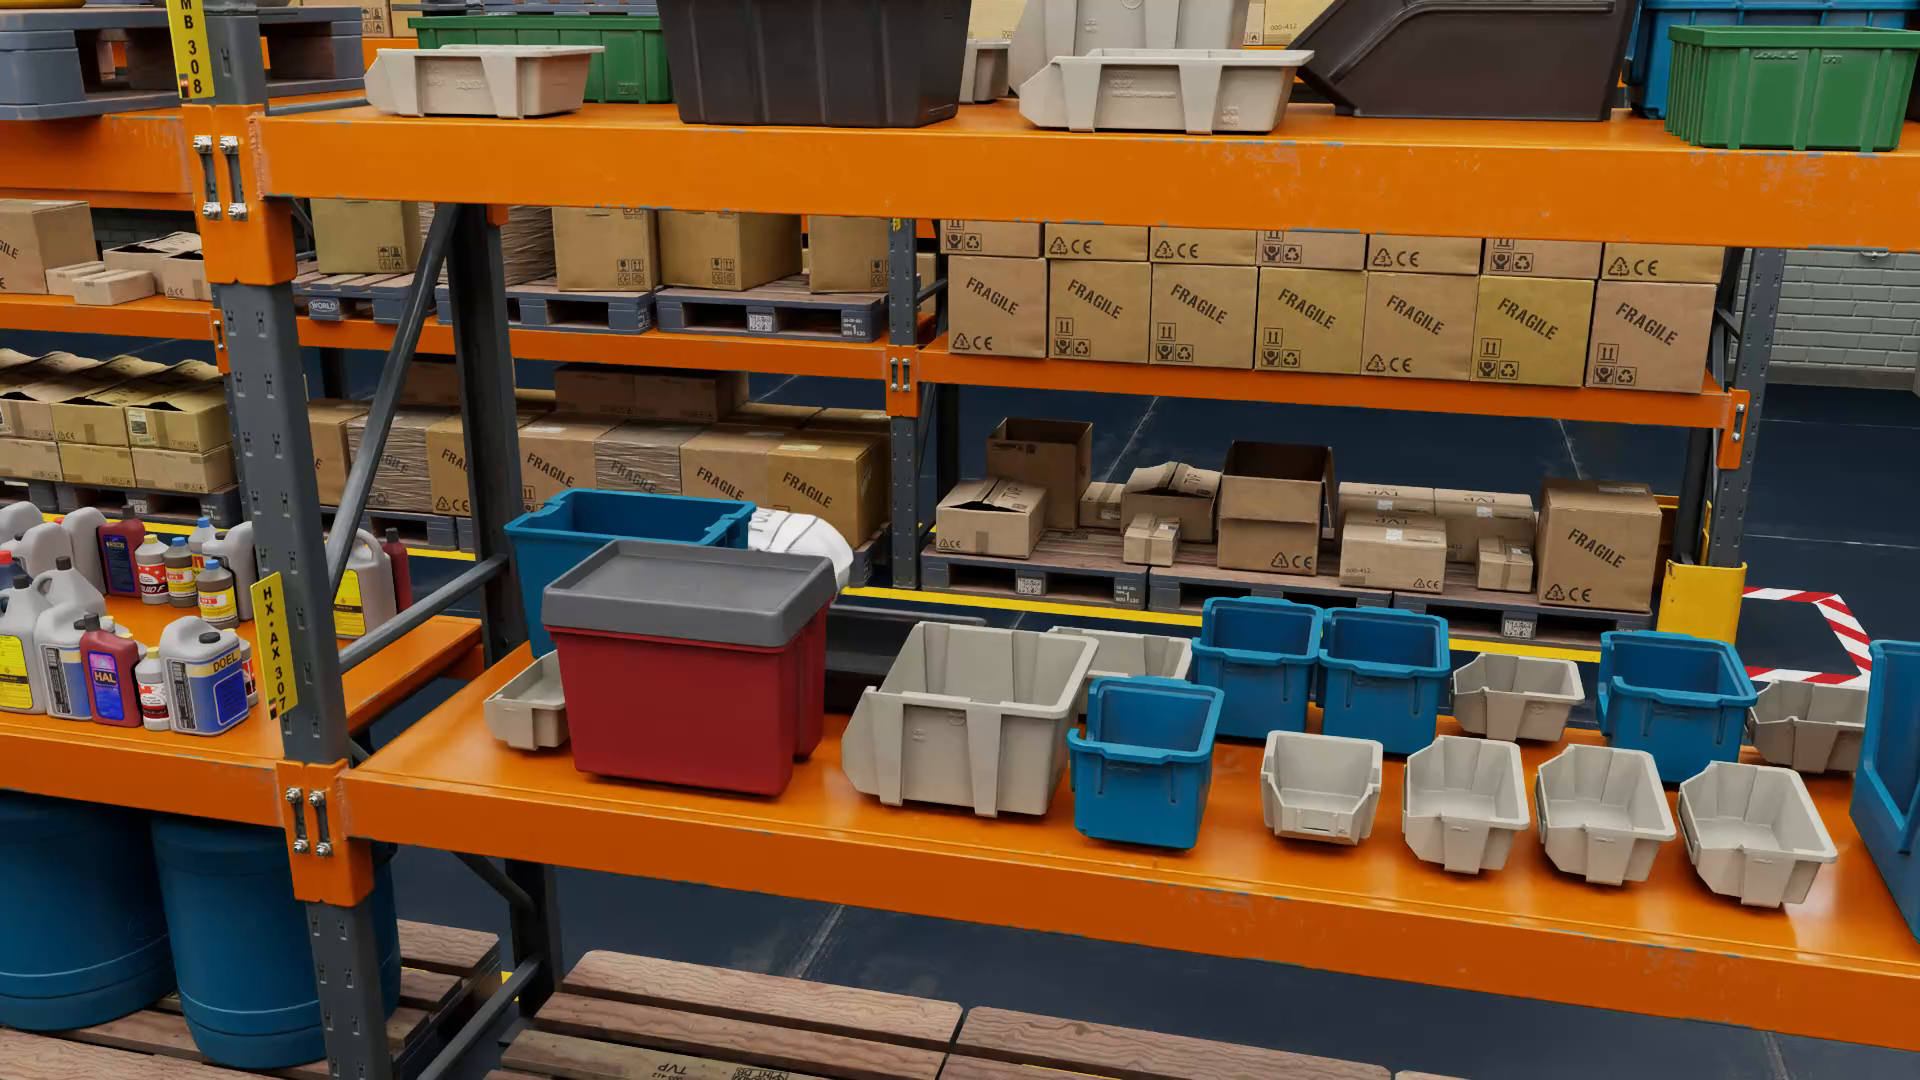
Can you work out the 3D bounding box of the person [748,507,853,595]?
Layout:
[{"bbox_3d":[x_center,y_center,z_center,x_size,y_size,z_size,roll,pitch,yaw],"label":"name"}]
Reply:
[{"bbox_3d":[-0.933,0.306,7.254,0.935,0.963,0.500,4,19,11],"label":"person"}]
